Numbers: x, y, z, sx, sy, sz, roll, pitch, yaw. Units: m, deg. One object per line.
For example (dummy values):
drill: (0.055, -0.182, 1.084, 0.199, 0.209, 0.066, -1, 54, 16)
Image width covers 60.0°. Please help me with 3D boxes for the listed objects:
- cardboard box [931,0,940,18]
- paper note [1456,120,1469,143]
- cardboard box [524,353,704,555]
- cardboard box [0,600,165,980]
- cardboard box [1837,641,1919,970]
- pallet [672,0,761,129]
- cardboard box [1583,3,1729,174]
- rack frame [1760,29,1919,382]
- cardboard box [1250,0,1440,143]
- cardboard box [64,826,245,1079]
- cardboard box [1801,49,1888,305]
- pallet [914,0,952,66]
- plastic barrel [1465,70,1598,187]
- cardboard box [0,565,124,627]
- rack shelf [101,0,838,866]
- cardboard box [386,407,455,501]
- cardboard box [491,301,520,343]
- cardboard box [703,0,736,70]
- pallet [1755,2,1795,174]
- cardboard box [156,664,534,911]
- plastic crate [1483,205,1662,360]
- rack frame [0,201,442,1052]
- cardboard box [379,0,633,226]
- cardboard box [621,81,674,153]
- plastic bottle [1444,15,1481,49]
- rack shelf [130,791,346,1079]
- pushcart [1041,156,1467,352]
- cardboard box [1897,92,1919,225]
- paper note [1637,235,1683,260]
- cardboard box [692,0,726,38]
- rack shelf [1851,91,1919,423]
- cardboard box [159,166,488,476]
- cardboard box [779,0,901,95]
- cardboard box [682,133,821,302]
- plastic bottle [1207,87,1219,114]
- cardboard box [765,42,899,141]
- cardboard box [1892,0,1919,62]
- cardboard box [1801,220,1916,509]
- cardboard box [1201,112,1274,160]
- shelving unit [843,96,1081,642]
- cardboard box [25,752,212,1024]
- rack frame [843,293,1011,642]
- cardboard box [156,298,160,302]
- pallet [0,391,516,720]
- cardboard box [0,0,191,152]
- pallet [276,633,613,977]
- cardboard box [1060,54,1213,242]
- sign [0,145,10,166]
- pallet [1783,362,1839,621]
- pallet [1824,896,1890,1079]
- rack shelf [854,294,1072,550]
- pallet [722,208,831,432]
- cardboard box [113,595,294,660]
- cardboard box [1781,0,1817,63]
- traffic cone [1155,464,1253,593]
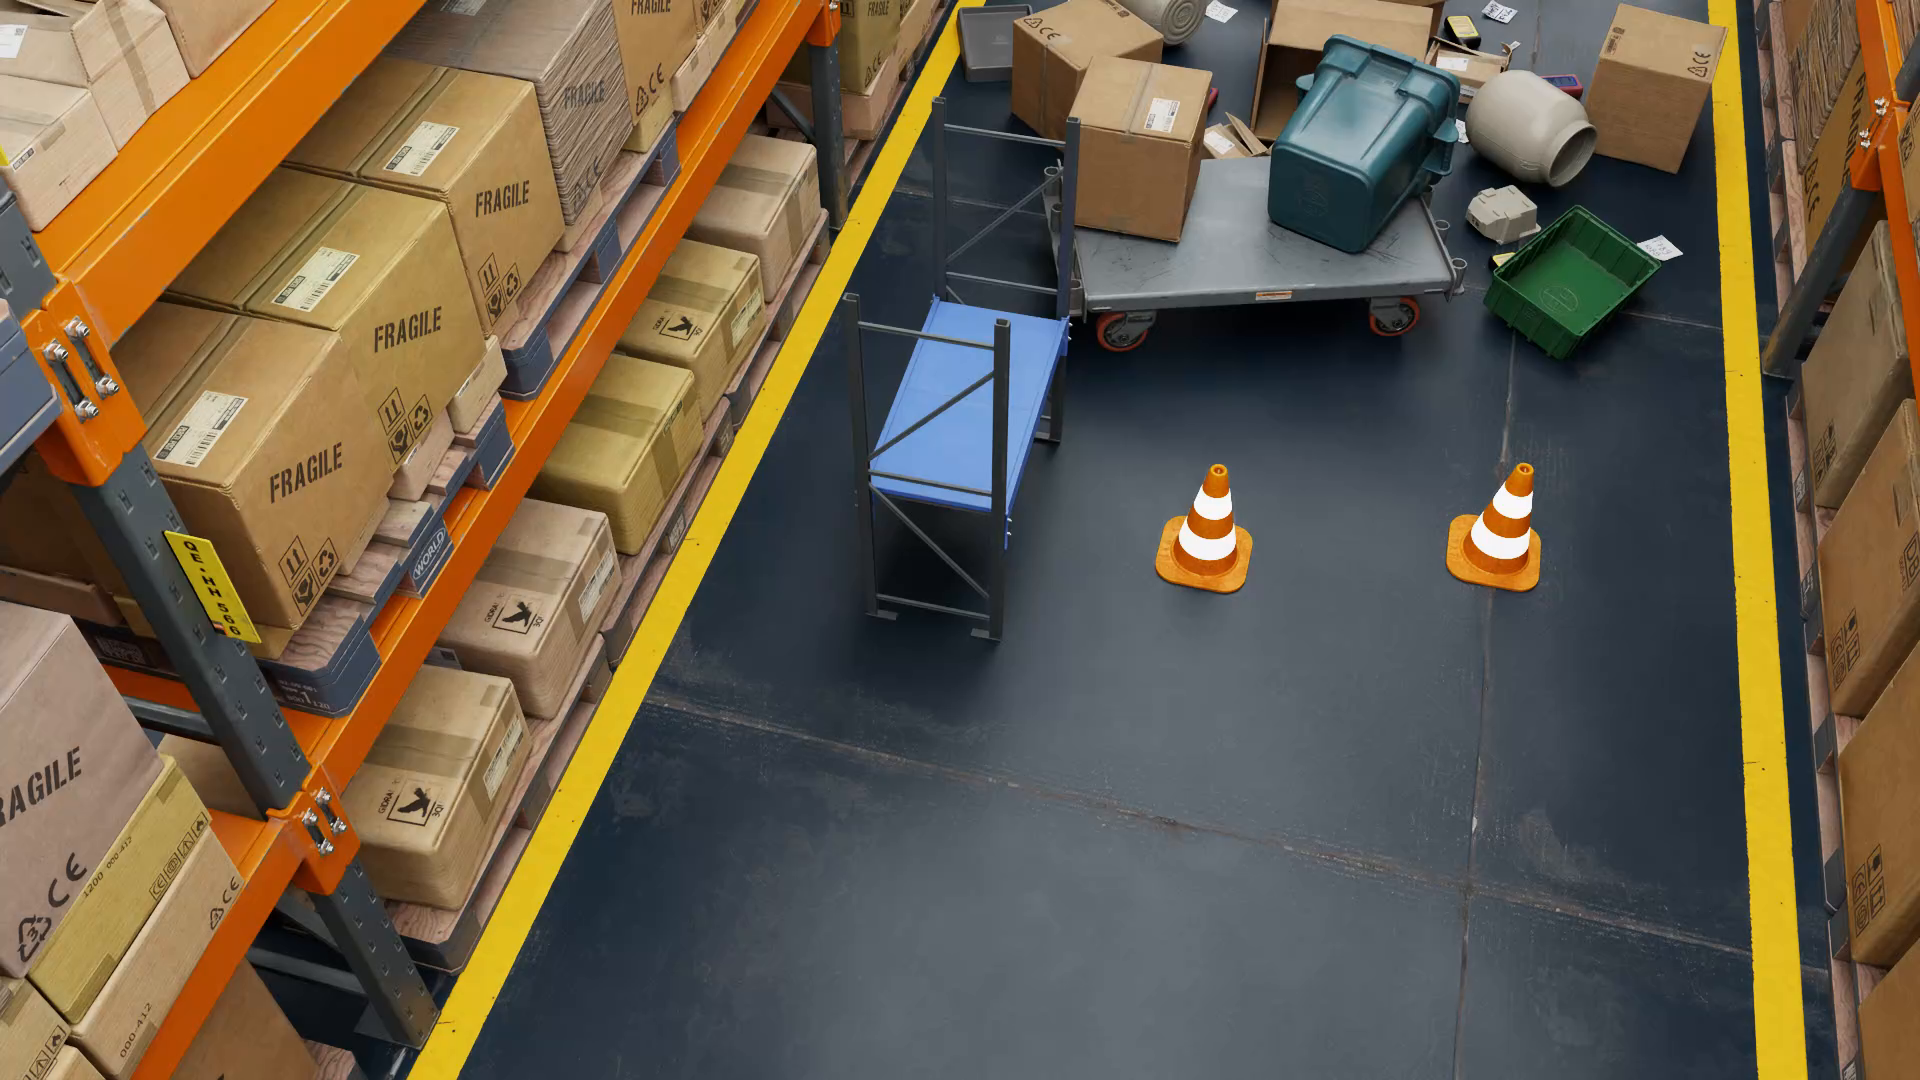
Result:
cardboard box: (-0.321, -2.892, 8.356, 0.500, 0.250, 0.500, 11, 49, 10)
paper note: (2.391, -1.972, 7.975, 0.172, 0.023, 0.155, 28, 54, 22)
cardboard box: (-1.506, -0.383, 6.060, 0.950, 0.372, 0.625, 13, 50, 11)
cardboard box: (-1.940, 0.438, 3.129, 0.500, 0.500, 0.500, 10, 49, 9)
cardboard box: (3.220, 0.830, 4.738, 1.050, 0.750, 0.750, 12, 50, 11)
pallet: (-1.345, -1.930, 6.080, 1.003, 0.211, 1.213, 12, 50, 10)
cardboard box: (3.218, -2.112, 7.779, 0.500, 0.500, 0.500, 19, 51, 16)
rack frame: (3.799, -1.613, 5.673, 1.000, 3.000, 0.127, 12, 50, 10)
cardboard box: (1.792, -2.181, 7.749, 0.797, 0.637, 0.503, 12, 50, 10)
cardboard box: (-1.939, 0.843, 3.606, 0.500, 0.250, 0.500, 10, 49, 9)
cardboard box: (4.032, -1.490, 6.702, 0.875, 0.875, 0.875, 12, 50, 11)
pallet: (-0.541, -2.972, 8.733, 1.003, 0.211, 1.213, 12, 50, 10)
plastic barrel: (2.618, -1.884, 7.631, 0.421, 0.421, 0.512, -27, 54, -22)
cardboard box: (-2.197, 0.037, 4.104, 0.380, 0.149, 0.250, 13, 50, 11)
rack shelf: (-1.529, -0.832, 5.464, 1.077, 0.370, 4.000, 12, 50, 10)
cardboard box: (-1.568, -0.265, 4.370, 0.380, 0.149, 0.250, 9, 49, 8)
cardboard box: (-1.487, -0.649, 4.710, 0.380, 0.149, 0.250, 14, 50, 12)
cardboard box: (-0.992, -1.765, 5.695, 0.380, 0.149, 0.250, 11, 49, 9)
pallet: (4.394, -2.110, 7.972, 1.003, 0.211, 1.213, 12, 50, 10)
cardboard box: (-1.898, 0.700, 5.104, 0.950, 0.372, 0.625, 9, 49, 7)
plastic crate: (2.581, -1.086, 7.045, 0.662, 0.188, 0.450, -37, 68, -28)
rack frame: (-2.056, 0.376, 3.917, 1.000, 3.000, 0.127, 12, 50, 10)
cardboard box: (-1.311, -1.298, 4.850, 0.500, 0.500, 0.500, 10, 49, 9)
cardboard box: (-1.155, -1.411, 5.382, 0.380, 0.149, 0.250, 12, 50, 10)
plastic bottle: (2.573, -2.575, 8.482, 0.133, 0.061, 0.283, -4, 49, -3)
rack shelf: (-2.582, 2.061, 2.910, 1.077, 0.370, 4.000, 12, 50, 10)
pushcart: (1.210, -1.236, 7.089, 1.648, 0.377, 0.936, -4, 49, -3)
cardboard box: (3.401, -1.319, 5.347, 0.500, 0.500, 0.500, 12, 50, 10)
paper note: (3.102, -1.296, 7.373, 0.147, 0.020, 0.142, -19, 51, -16)
cardboard box: (-1.033, -2.049, 5.513, 0.500, 0.500, 0.500, 12, 50, 10)
rack shelf: (3.273, 0.071, 4.666, 1.077, 0.370, 4.000, 12, 50, 10)
cardboard box: (-1.584, -0.552, 4.192, 0.500, 0.500, 0.500, 14, 50, 12)
cardboard box: (-0.587, -2.368, 7.393, 0.500, 0.500, 0.500, 14, 50, 12)
cardboard box: (-1.139, -1.407, 6.963, 0.950, 0.372, 0.625, 12, 50, 11)
plastic bottle: (1.146, -2.108, 8.070, 0.133, 0.061, 0.283, 19, 51, 16)
cardboard box: (-0.587, -2.120, 7.674, 0.500, 0.250, 0.500, 10, 49, 8)
cardboard box: (3.885, -1.932, 5.855, 0.875, 0.550, 0.550, 12, 50, 10)
cardboard box: (3.722, -0.541, 5.947, 1.050, 0.750, 0.750, 11, 50, 10)
cardboard box: (1.282, -1.778, 7.642, 0.258, 0.266, 0.396, -19, 51, -16)
shelving unit: (0.029, -0.556, 5.731, 0.538, 1.500, 1.048, 11, 50, 9)
cardboard box: (-1.938, 0.661, 3.433, 0.500, 0.250, 0.500, 11, 50, 10)
rack frame: (-0.096, -0.182, 5.410, 0.500, 1.500, 0.032, 11, 50, 9)
cardboard box: (-2.079, -0.654, 4.281, 0.500, 0.500, 0.500, 11, 49, 9)
pallet: (-1.971, -0.097, 4.463, 1.213, 0.211, 1.003, 12, 50, 10)
cardboard box: (-1.742, -0.951, 3.178, 0.396, 0.266, 0.258, 12, 50, 10)
pallet: (-1.849, 0.734, 5.461, 1.003, 0.211, 1.213, 12, 50, 10)
cardboard box: (0.722, -1.611, 6.833, 0.500, 0.500, 0.500, 12, 50, 10)
sign: (-1.523, -0.698, 2.467, 0.100, 0.325, 0.005, 12, 50, 10)
pallet: (3.669, -0.118, 6.213, 1.003, 0.211, 1.213, 12, 50, 10)
pallet: (3.026, 1.647, 4.655, 1.003, 0.211, 1.213, 12, 50, 10)
rack shelf: (0.029, -0.439, 5.868, 0.538, 0.185, 1.000, 11, 50, 9)
pallet: (-1.207, -1.031, 7.019, 1.003, 0.211, 1.213, 12, 50, 10)
cardboard box: (-1.791, 0.122, 4.029, 0.380, 0.149, 0.250, 9, 49, 8)
cardboard box: (4.507, -2.802, 7.860, 0.875, 0.875, 0.875, 11, 49, 9)
traffic cone: (0.910, -0.097, 6.027, 0.336, 0.463, 0.334, 12, 50, 10)
